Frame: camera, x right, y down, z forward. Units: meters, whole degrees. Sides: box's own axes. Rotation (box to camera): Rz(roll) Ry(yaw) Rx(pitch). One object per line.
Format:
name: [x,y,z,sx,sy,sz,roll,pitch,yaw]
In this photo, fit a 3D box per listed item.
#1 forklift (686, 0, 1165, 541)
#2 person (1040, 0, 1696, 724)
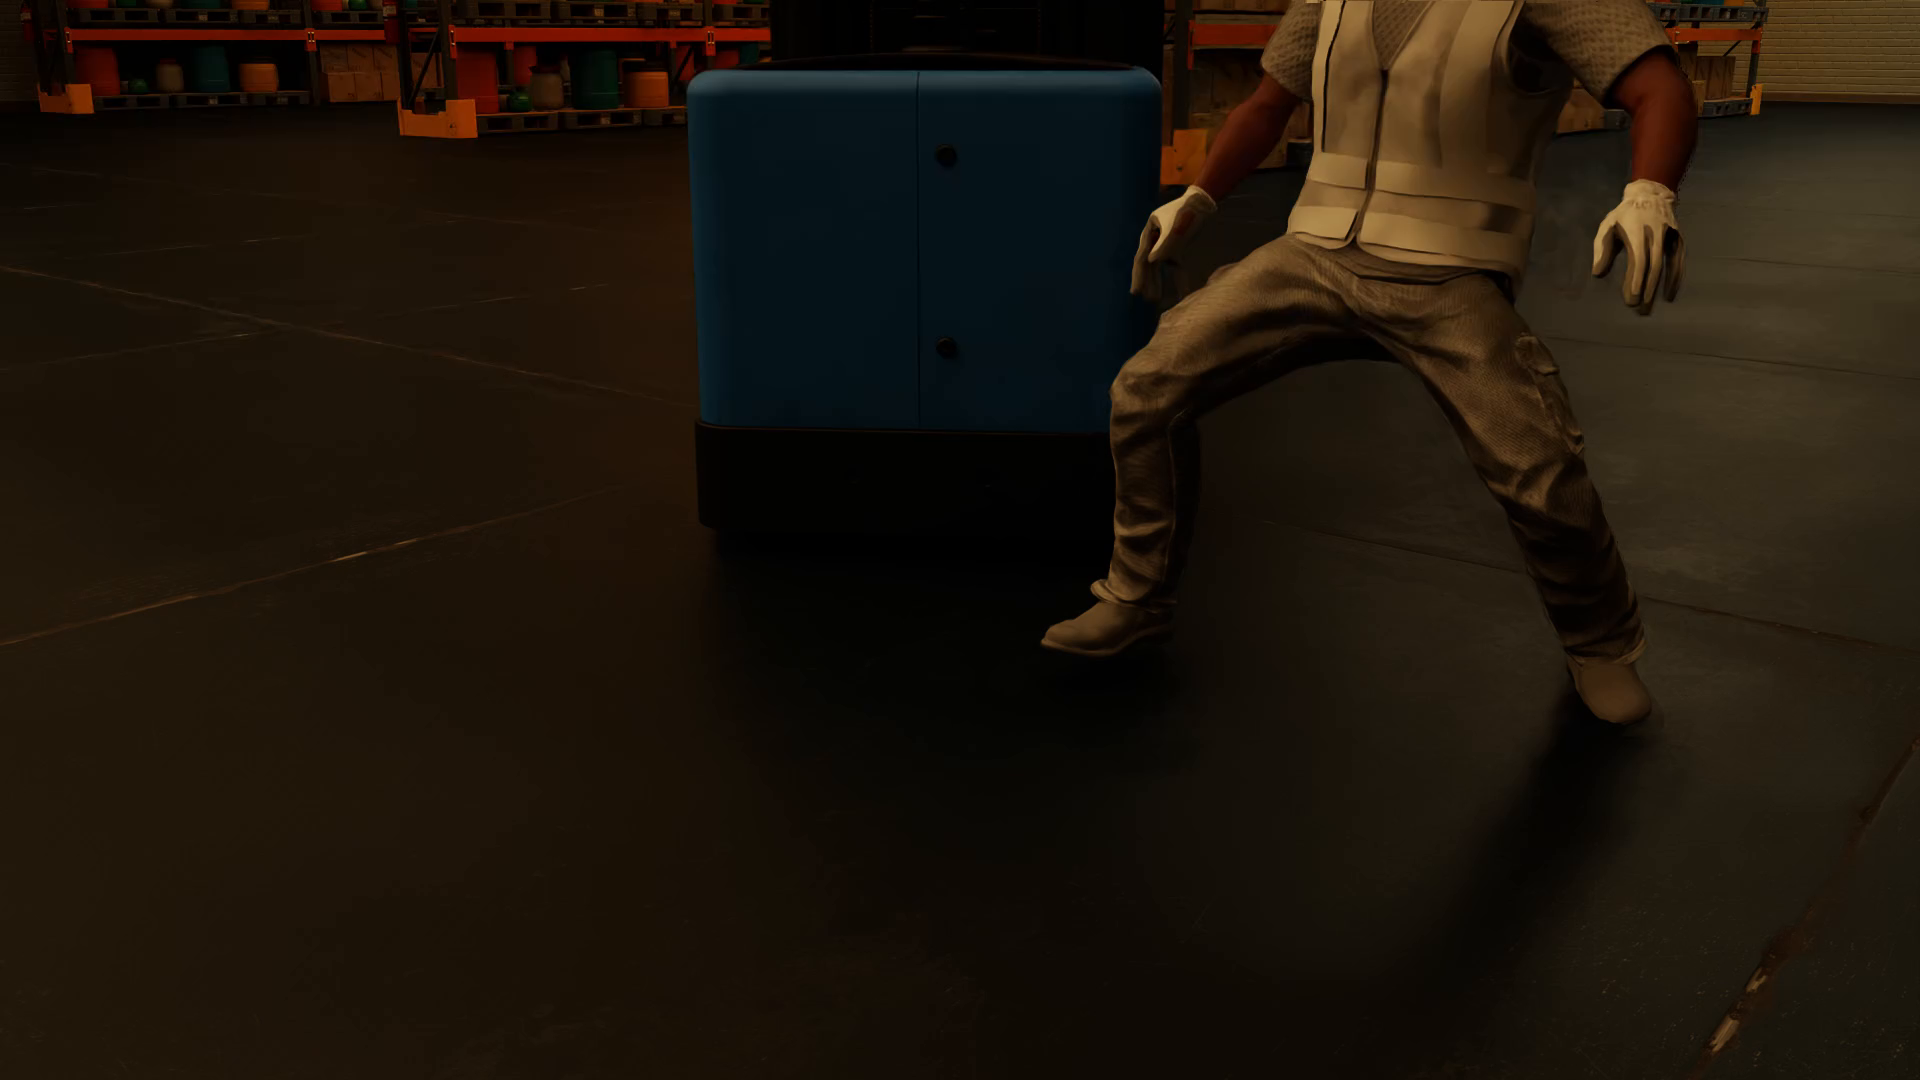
forklift: [0.041,-1.780,4.759,1.130,2.935,3.031,1,17,5]
person: [0.772,-0.480,2.800,1.025,1.634,0.830,16,23,42]
